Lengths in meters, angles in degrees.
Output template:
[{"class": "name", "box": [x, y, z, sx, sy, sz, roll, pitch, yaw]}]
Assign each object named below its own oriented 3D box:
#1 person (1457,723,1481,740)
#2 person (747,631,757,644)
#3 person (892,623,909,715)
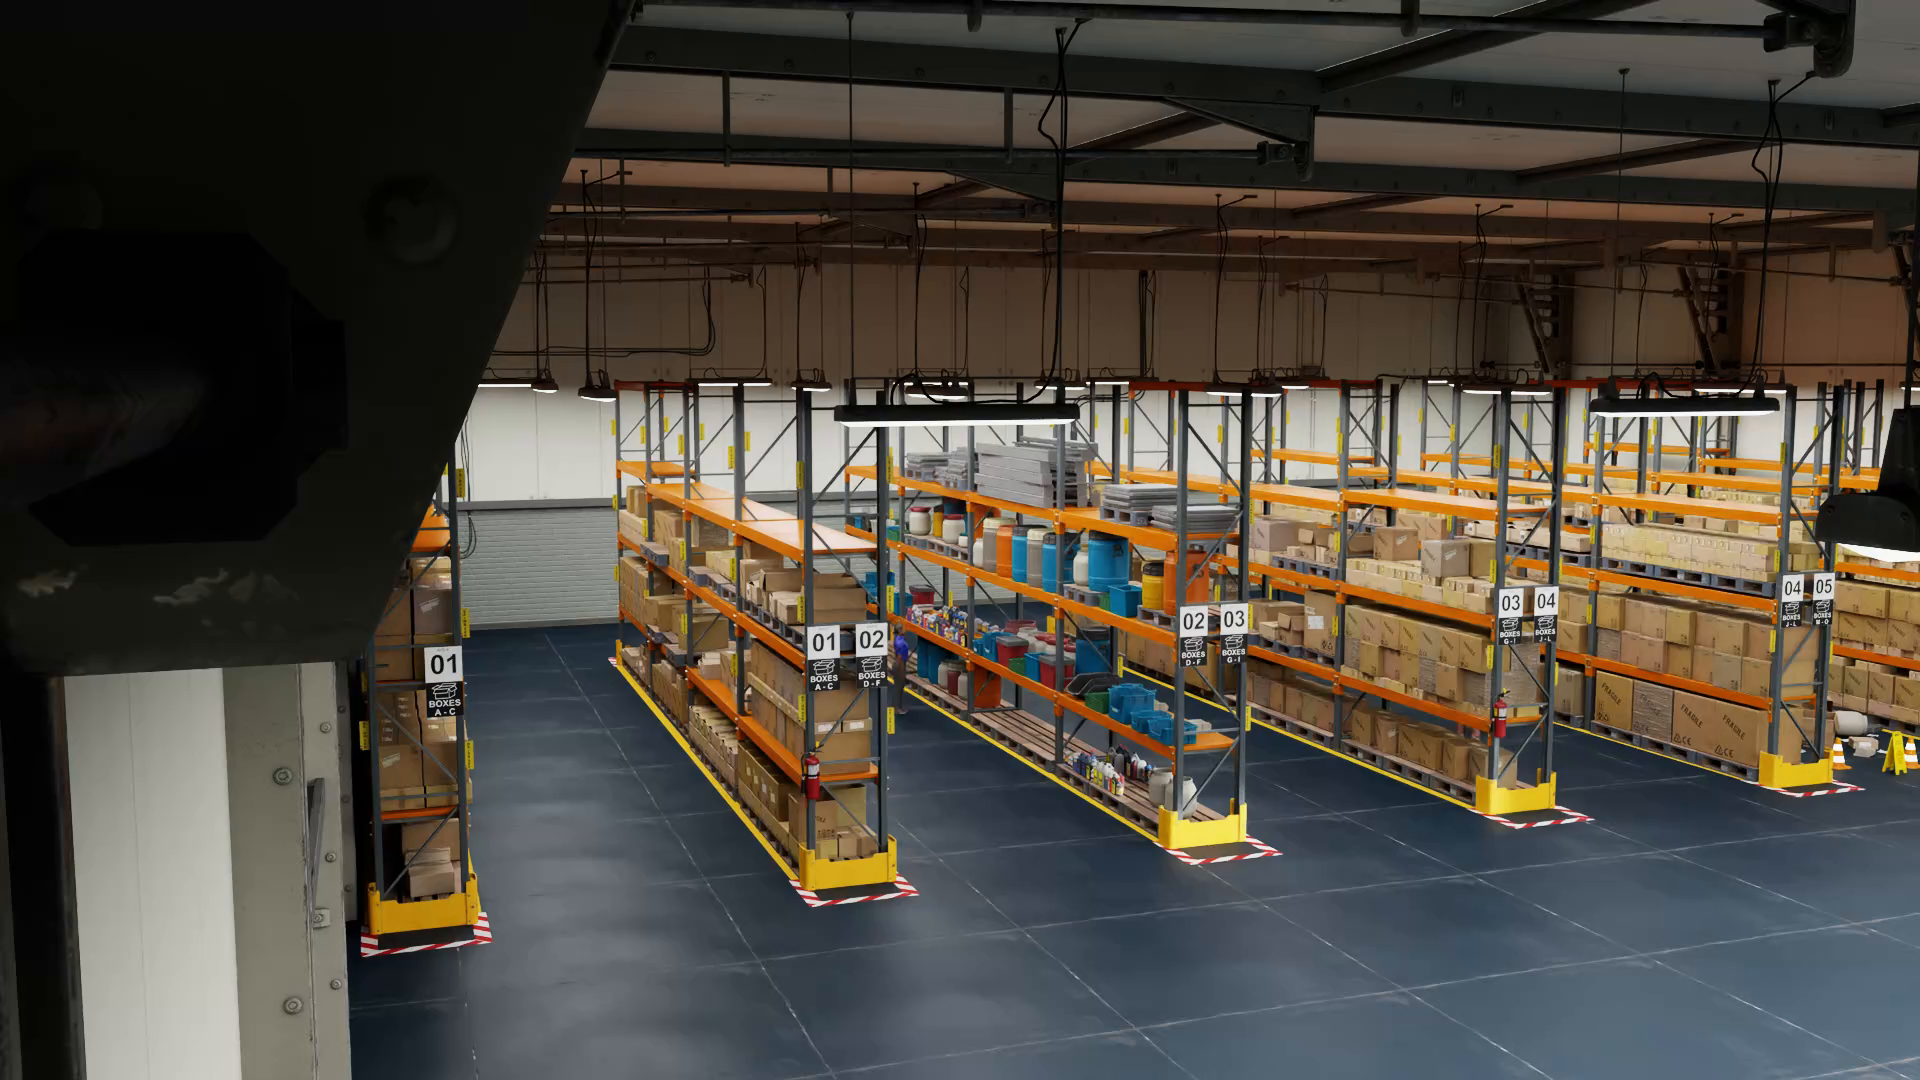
[{"class": "person", "box": [8.562, 2.541, 27.934, 0.385, 1.675, 0.482, -6, 8, -43]}, {"class": "person", "box": [-3.897, 2.021, 32.526, 0.735, 1.730, 1.091, -3, 7, -23]}, {"class": "person", "box": [-1.078, 2.326, 30.065, 0.320, 1.652, 0.557, 0, 6, -2]}]
